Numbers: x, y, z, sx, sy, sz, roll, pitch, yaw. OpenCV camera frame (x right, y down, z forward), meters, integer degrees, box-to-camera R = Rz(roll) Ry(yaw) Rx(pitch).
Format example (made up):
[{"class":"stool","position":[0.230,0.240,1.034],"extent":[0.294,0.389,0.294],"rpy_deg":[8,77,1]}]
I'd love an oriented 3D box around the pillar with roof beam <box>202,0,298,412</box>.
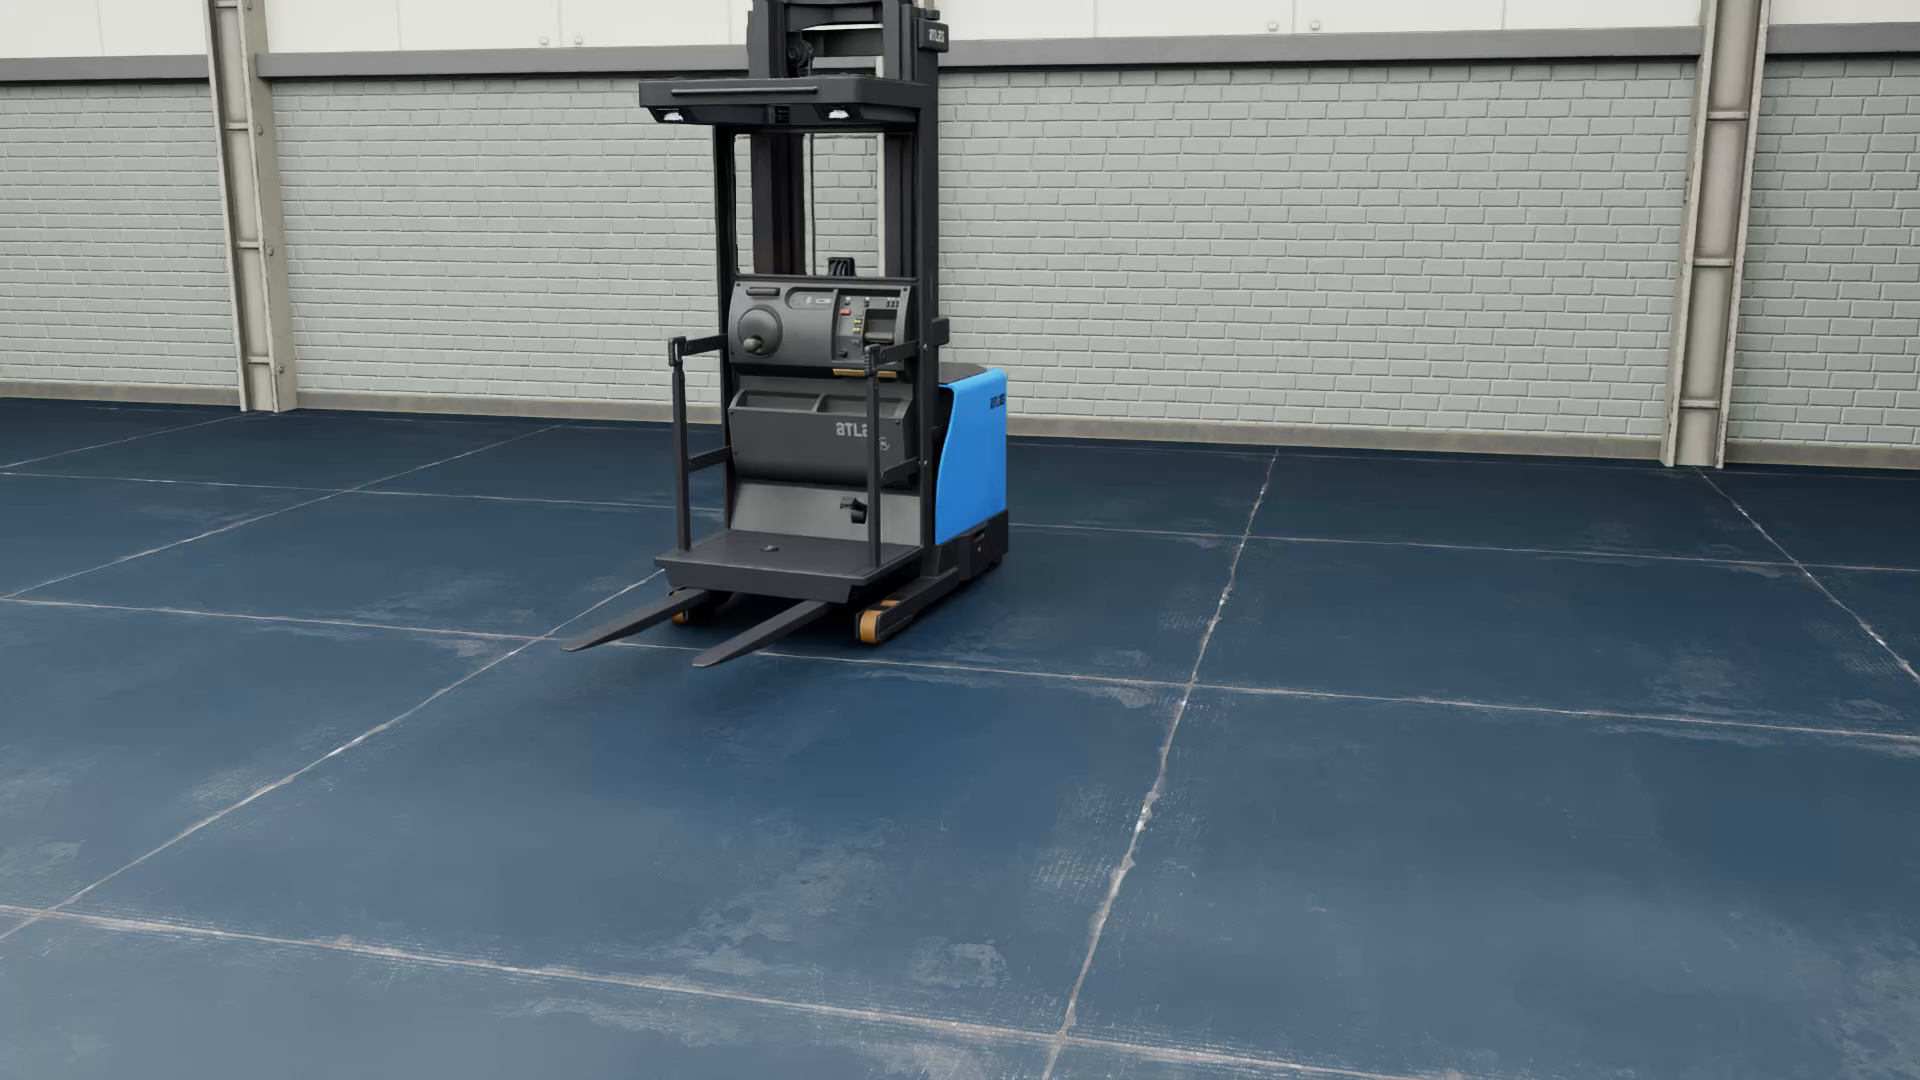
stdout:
[{"class":"pillar with roof beam","position":[-7.286,-4.674,10.026],"extent":[0.400,9.000,9.100],"rpy_deg":[3,13,14]}]

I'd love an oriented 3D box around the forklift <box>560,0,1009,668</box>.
[{"class":"forklift","position":[-0.749,-1.051,7.706],"extent":[1.130,2.935,3.031],"rpy_deg":[5,13,21]}]

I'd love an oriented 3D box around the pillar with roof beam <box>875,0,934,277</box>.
[{"class":"pillar with roof beam","position":[-1.461,-4.363,8.622],"extent":[0.400,9.000,9.100],"rpy_deg":[3,13,14]}]

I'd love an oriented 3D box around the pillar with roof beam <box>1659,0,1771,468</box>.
[{"class":"pillar with roof beam","position":[4.364,-4.052,7.219],"extent":[0.400,9.000,9.100],"rpy_deg":[3,13,14]}]
